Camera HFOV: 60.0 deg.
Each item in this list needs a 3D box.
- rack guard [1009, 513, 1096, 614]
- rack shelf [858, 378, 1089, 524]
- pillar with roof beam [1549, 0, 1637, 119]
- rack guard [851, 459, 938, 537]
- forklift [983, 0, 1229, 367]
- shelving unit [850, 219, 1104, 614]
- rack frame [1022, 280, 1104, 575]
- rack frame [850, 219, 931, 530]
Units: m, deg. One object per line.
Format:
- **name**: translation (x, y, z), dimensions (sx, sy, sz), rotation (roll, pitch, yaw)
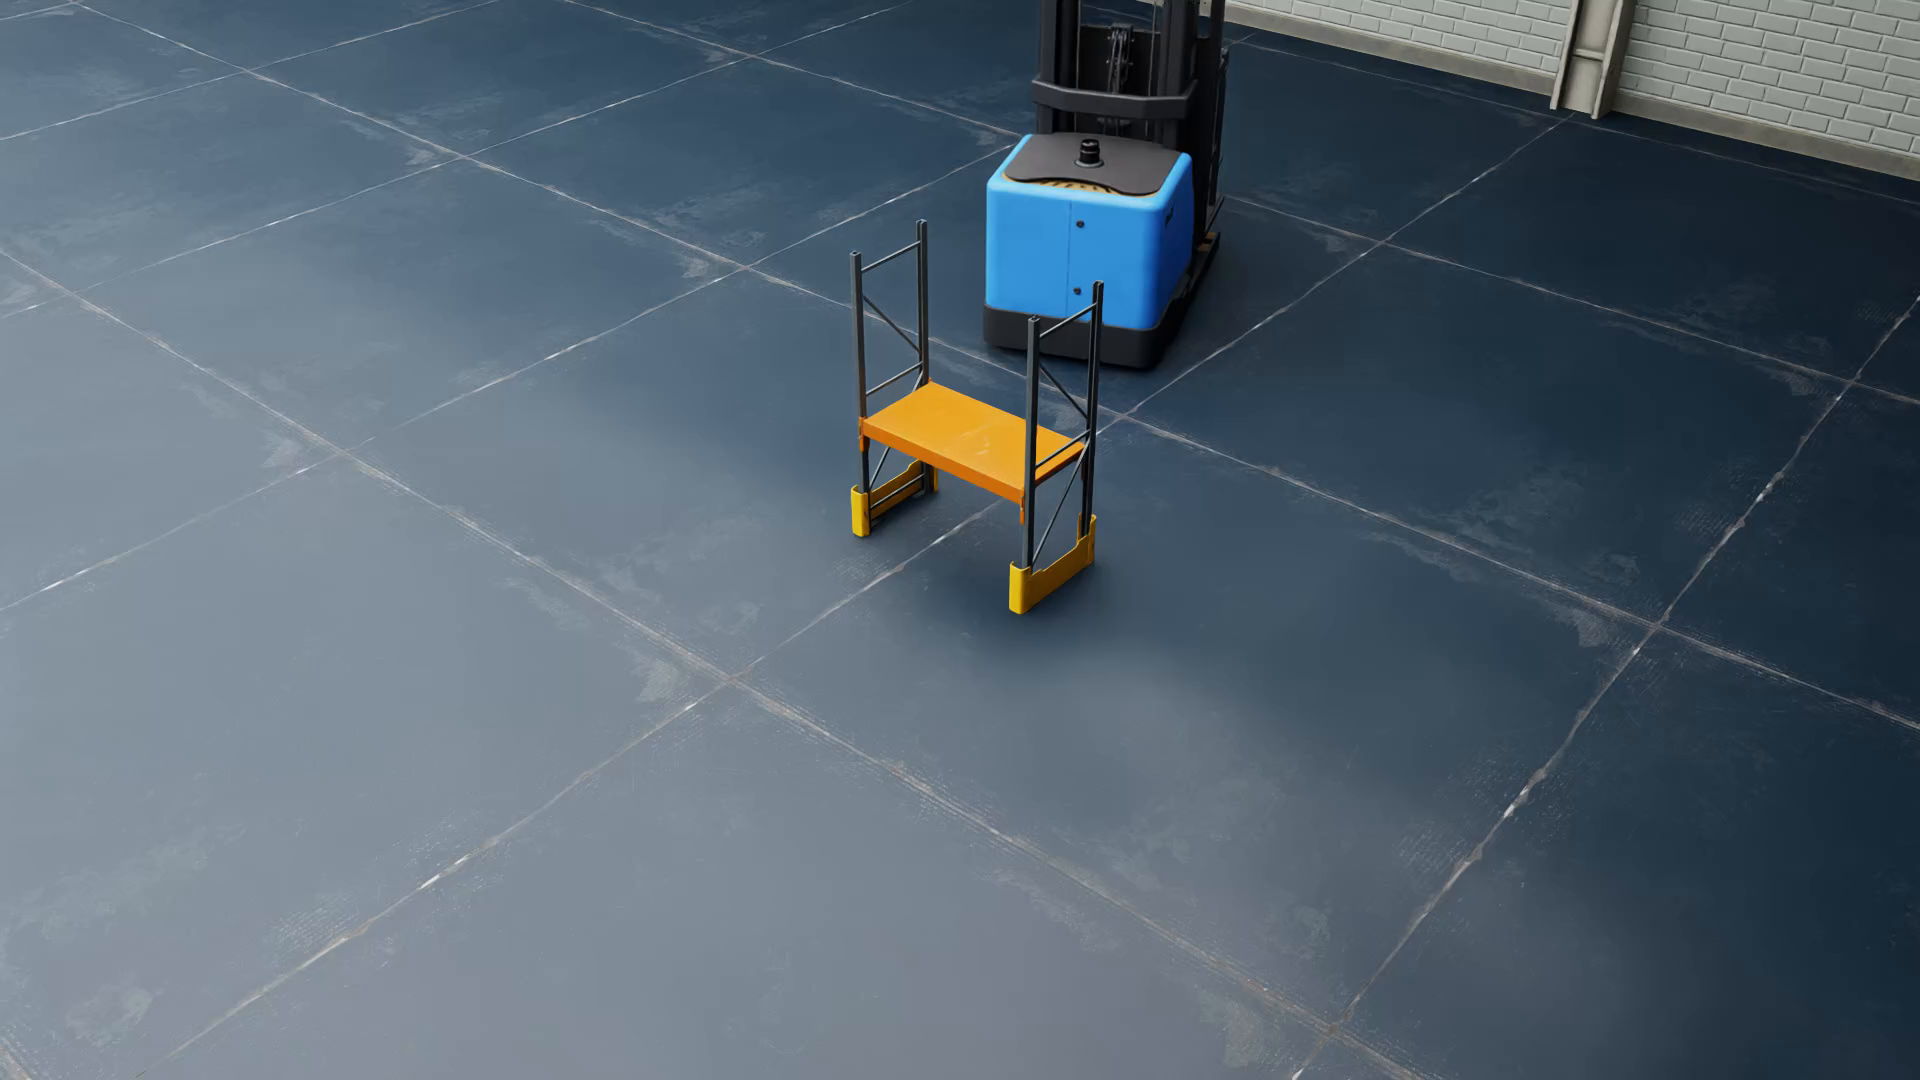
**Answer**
- **rack guard**: translation (0.441, 0.105, 7.876), dimensions (0.087, 0.250, 0.587), rotation (25, 42, 32)
- **rack shelf**: translation (0.066, -0.439, 7.882), dimensions (1.000, 0.185, 0.538), rotation (25, 42, 32)
- **pillar with roof beam**: translation (2.197, -5.277, 7.985), dimensions (0.400, 9.000, 9.100), rotation (25, 42, 32)
- **rack guard**: translation (-0.324, -0.256, 8.402), dimensions (0.087, 0.250, 0.587), rotation (25, 42, 32)
- **forklift**: translation (1.080, -3.032, 10.075), dimensions (1.130, 2.935, 3.031), rotation (11, 36, 15)
- **shelving unit**: translation (0.059, -0.591, 7.785), dimensions (1.083, 1.500, 0.587), rotation (25, 42, 32)
- **rack frame**: translation (0.456, -0.403, 7.512), dimensions (0.032, 1.500, 0.500), rotation (25, 42, 32)
- **rack frame**: translation (-0.325, -0.771, 8.049), dimensions (0.032, 1.500, 0.500), rotation (25, 42, 32)
